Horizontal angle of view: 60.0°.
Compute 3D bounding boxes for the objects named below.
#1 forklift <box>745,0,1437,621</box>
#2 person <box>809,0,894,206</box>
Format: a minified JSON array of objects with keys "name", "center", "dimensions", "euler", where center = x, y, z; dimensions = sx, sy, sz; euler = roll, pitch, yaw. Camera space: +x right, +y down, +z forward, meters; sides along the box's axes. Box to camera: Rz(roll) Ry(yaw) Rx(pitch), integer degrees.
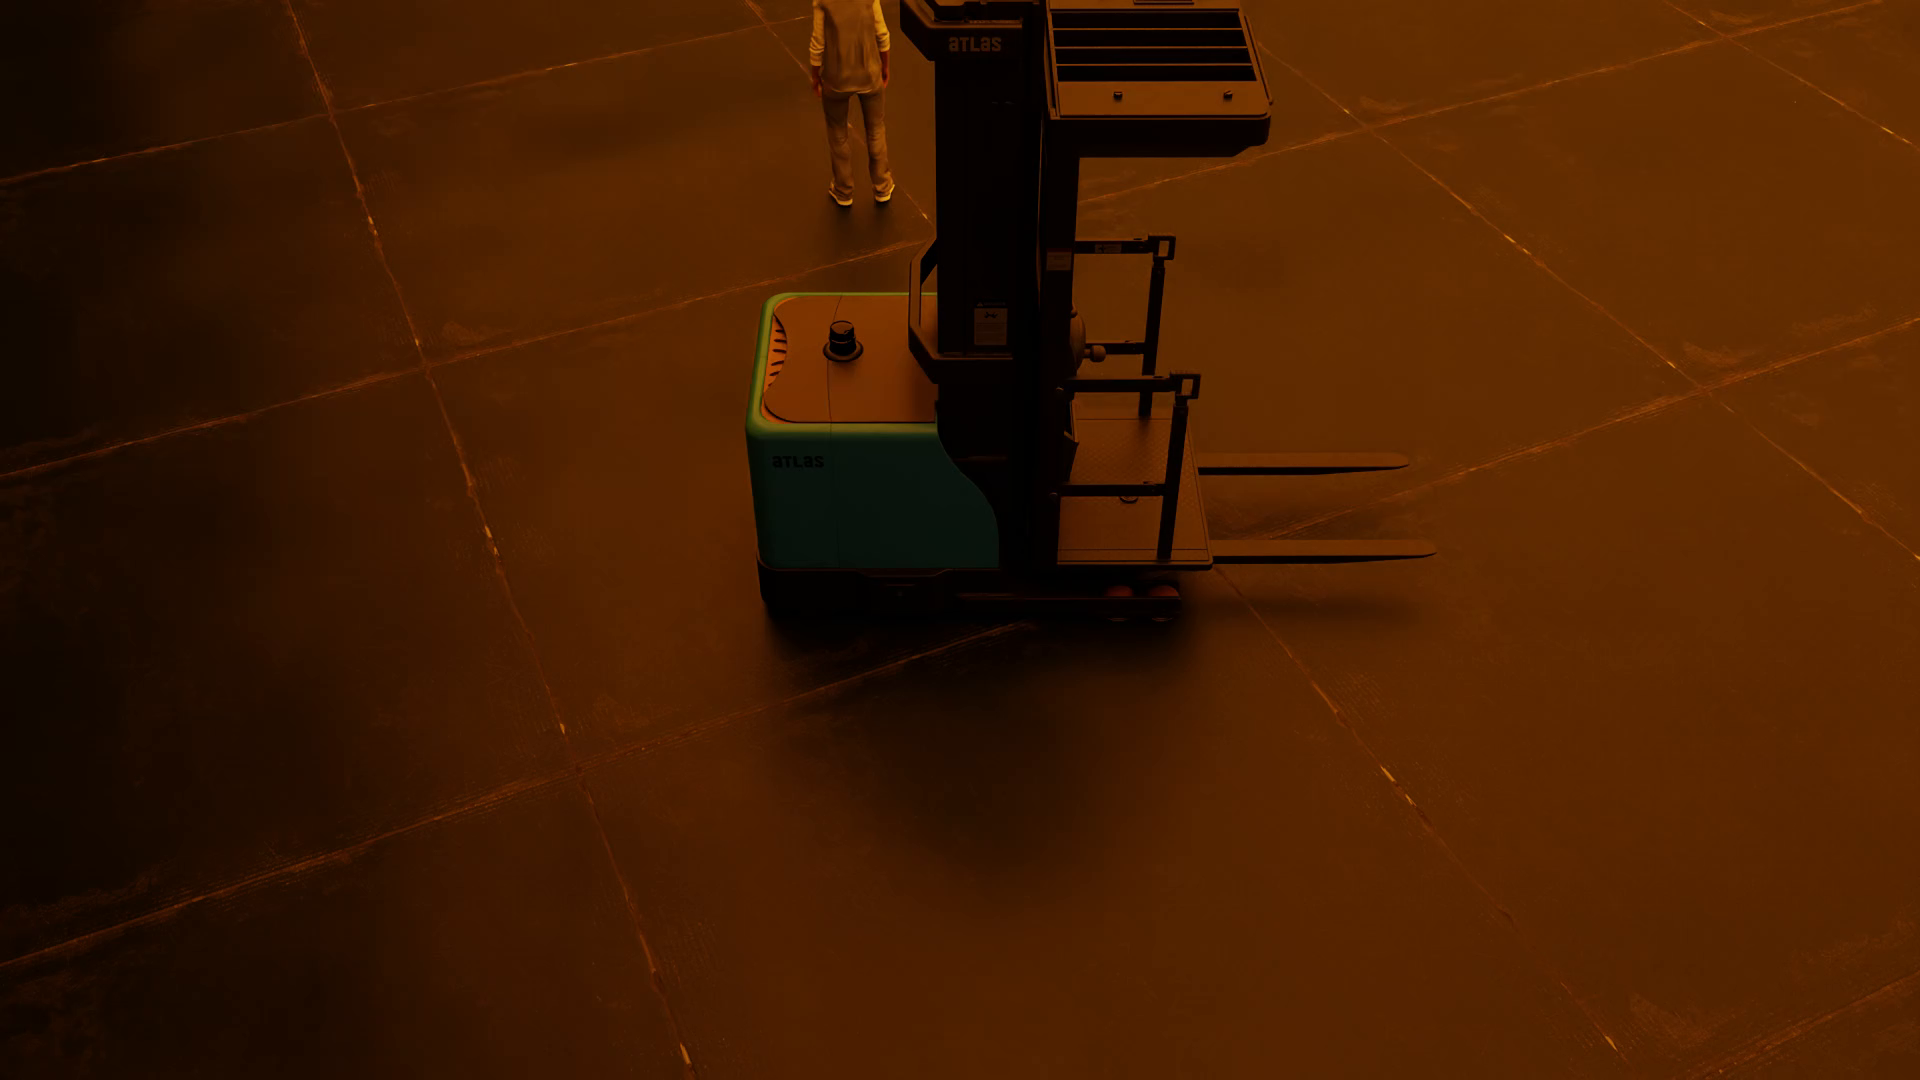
[{"name":"forklift","center":[0.619,-1.073,6.830],"dimensions":[3.031,2.935,1.130],"euler":[0,43,0]},{"name":"person","center":[-0.617,-2.646,9.498],"dimensions":[0.479,1.591,0.345],"euler":[-9,44,-10]}]
